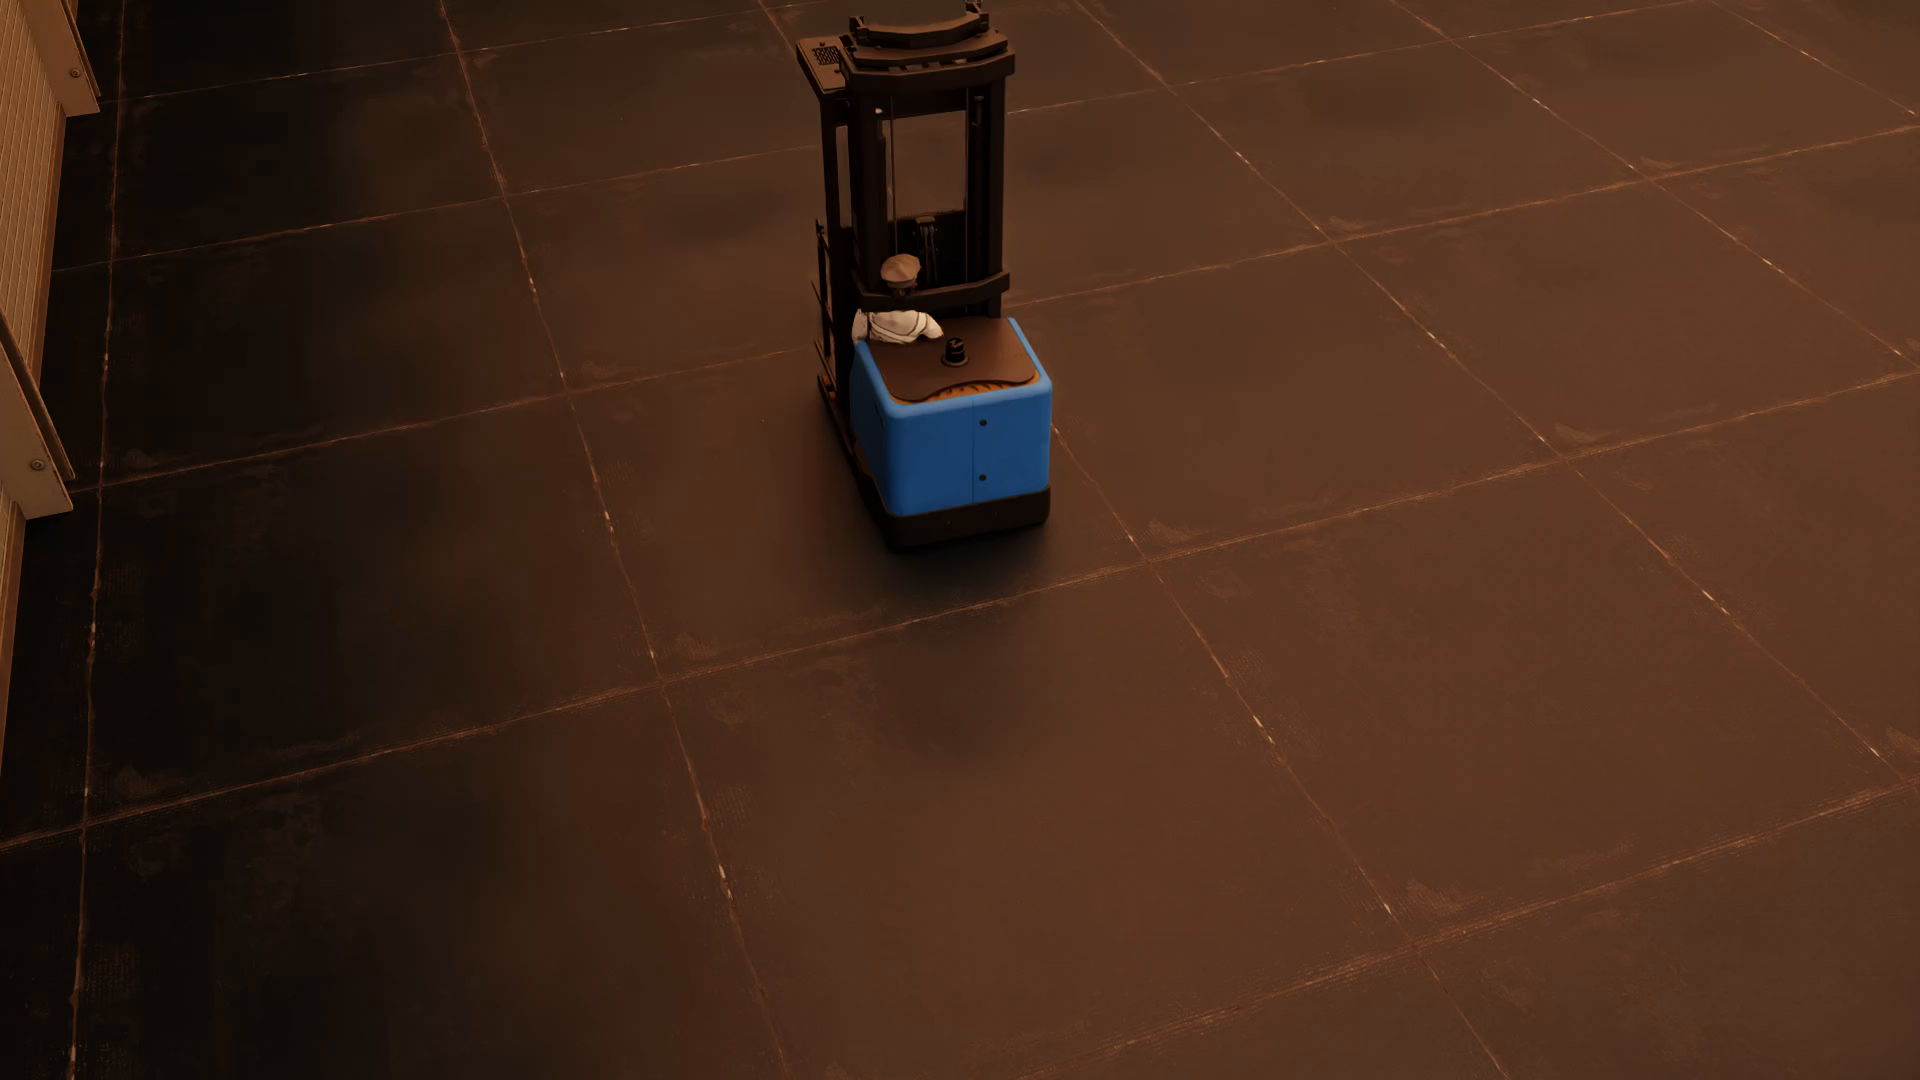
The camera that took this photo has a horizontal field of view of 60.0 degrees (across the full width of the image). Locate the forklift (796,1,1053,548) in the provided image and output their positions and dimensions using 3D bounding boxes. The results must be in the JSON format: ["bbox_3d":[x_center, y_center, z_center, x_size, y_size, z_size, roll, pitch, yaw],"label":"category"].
[{"bbox_3d":[-0.344,-2.031,10.416,1.130,2.935,3.031,-11,41,-12],"label":"forklift"}]

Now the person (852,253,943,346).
[{"bbox_3d":[-0.248,-1.174,10.378,0.721,1.489,0.680,14,42,16],"label":"person"}]
